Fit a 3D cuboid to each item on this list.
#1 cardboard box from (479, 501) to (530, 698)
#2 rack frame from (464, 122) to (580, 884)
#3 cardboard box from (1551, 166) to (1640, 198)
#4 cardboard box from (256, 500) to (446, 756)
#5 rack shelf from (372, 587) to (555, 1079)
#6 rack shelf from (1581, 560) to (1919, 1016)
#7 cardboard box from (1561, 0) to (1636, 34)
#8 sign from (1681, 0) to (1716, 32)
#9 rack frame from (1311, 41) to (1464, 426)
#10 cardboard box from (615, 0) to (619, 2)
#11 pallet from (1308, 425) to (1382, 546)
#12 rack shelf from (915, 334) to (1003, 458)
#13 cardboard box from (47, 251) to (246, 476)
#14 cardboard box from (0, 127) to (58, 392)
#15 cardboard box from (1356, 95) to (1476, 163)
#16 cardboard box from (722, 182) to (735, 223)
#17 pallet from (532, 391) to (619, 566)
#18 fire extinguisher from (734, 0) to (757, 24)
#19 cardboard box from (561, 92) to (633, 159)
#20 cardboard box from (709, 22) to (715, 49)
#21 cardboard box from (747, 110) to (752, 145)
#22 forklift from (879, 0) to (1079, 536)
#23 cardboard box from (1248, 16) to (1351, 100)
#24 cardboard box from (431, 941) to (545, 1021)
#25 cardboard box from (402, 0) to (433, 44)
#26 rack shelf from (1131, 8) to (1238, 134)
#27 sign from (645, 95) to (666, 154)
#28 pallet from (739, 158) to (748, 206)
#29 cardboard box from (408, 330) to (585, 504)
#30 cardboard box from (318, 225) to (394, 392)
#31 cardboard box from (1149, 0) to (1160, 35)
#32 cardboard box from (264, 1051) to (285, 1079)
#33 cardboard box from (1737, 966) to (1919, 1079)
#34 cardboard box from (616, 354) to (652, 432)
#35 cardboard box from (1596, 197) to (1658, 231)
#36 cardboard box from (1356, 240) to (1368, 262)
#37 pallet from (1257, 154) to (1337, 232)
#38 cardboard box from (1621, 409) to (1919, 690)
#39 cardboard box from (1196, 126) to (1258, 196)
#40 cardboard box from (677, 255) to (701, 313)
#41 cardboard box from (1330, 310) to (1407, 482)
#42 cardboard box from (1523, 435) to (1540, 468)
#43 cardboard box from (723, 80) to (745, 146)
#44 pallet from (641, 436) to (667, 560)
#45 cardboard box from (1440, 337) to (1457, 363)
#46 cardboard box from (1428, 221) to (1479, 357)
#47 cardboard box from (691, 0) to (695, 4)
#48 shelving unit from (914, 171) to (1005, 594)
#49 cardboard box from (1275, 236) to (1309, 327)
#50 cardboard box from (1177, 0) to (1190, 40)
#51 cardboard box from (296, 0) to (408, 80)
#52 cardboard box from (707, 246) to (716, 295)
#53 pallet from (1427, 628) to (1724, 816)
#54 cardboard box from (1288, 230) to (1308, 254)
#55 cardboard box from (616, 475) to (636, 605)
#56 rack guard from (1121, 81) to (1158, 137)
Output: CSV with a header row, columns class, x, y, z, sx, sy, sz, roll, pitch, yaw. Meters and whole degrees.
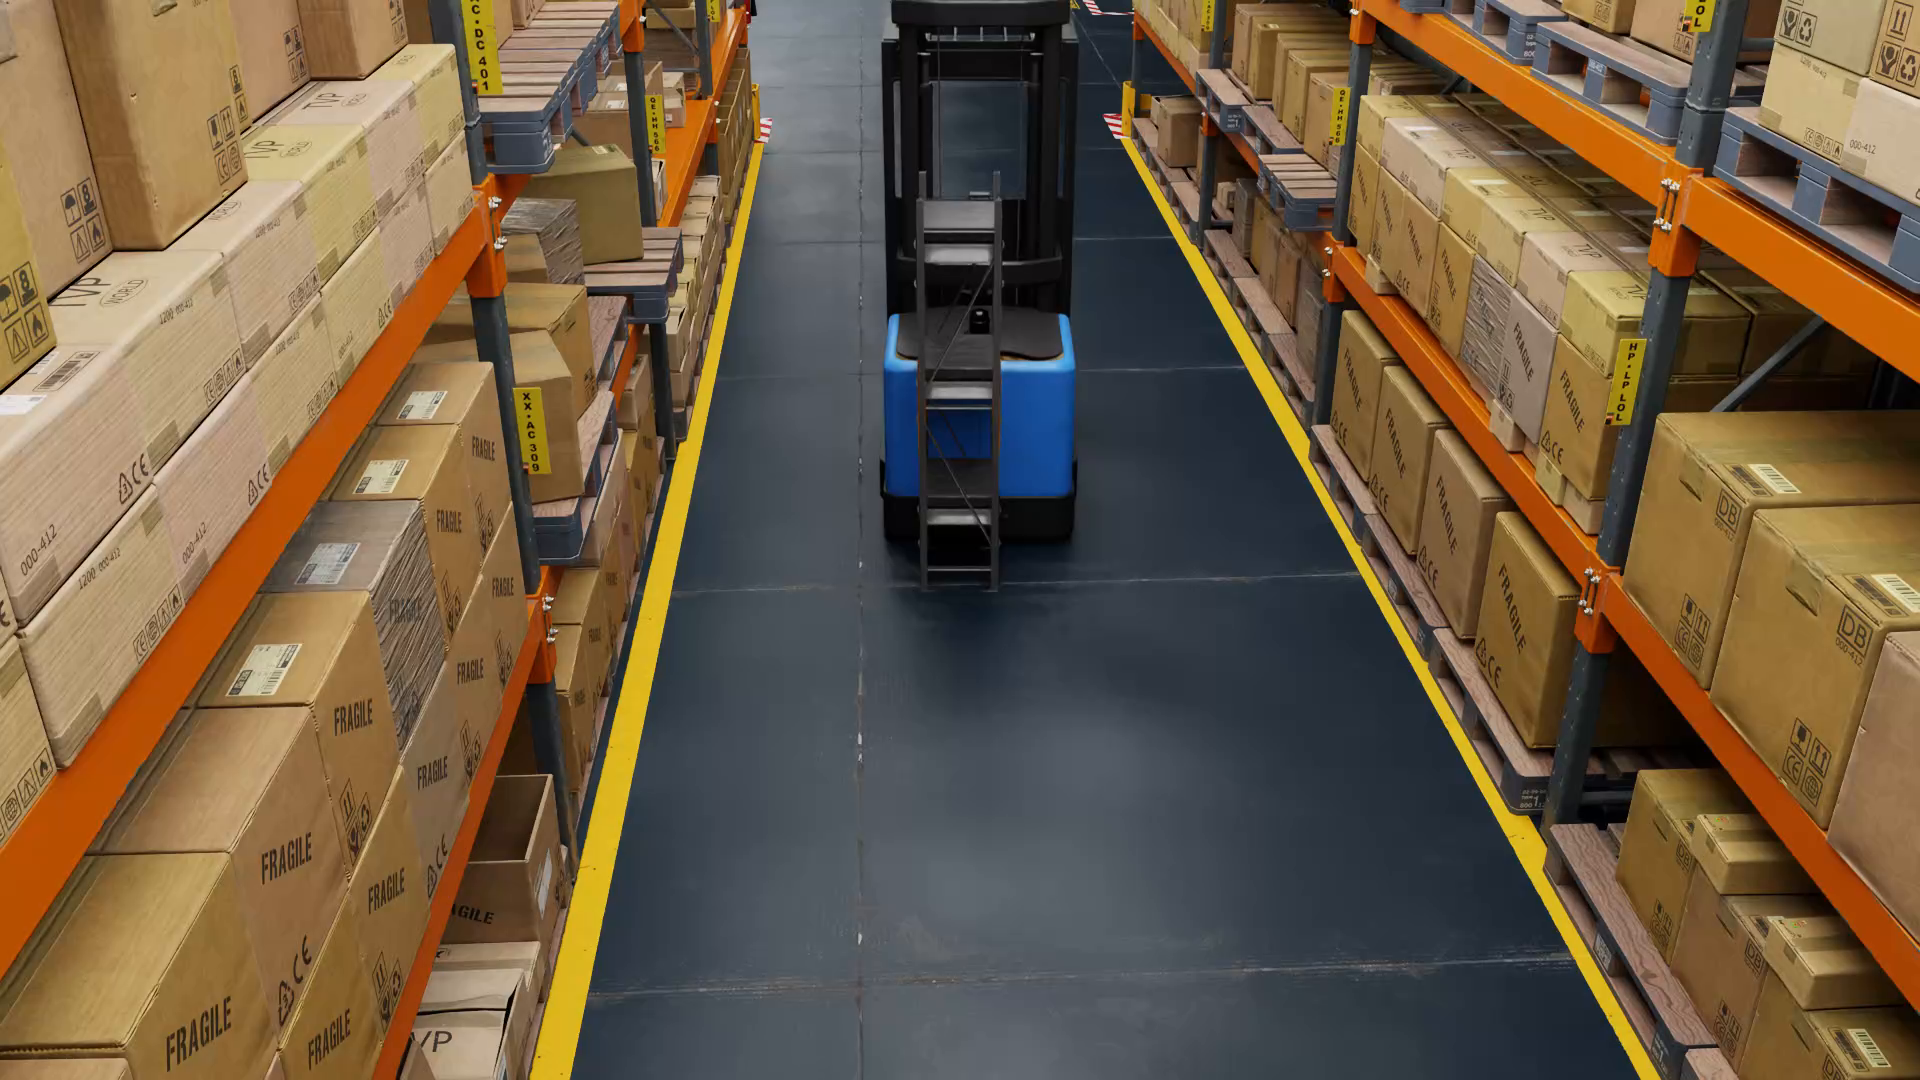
class,x,y,z,sx,sy,sz,roll,pitch,yaw
cardboard box,-1.753,0.203,5.510,0.500,0.500,0.500,-1,28,-2
rack frame,-2.036,0.022,5.964,1.000,3.000,0.127,-1,28,-3
cardboard box,3.059,-1.549,7.714,0.500,0.250,0.500,-2,28,-4
cardboard box,-1.695,0.231,4.374,0.500,0.500,0.500,-1,28,-2
rack shelf,-1.931,1.265,4.359,1.077,0.370,4.000,-1,28,-3
rack shelf,3.015,1.144,4.592,1.077,0.370,4.000,-1,28,-3
cardboard box,2.881,-2.333,6.652,0.700,0.500,0.500,-2,28,-4
sign,2.370,-1.780,5.276,0.100,0.325,0.005,-1,28,-3
rack frame,2.702,-1.946,9.738,1.000,3.000,0.127,-1,28,-3
cardboard box,-2.188,-2.999,8.404,0.910,0.500,0.500,-1,28,-3
pallet,2.668,-0.344,9.681,1.003,0.211,1.213,-1,28,-3
rack shelf,-0.003,-0.755,8.456,0.431,0.518,0.480,0,28,0
cardboard box,-1.645,-0.321,3.000,0.500,0.250,0.500,-1,28,-3
cardboard box,-1.812,-0.418,2.375,0.700,0.500,0.500,-1,28,-3
cardboard box,2.470,-2.235,9.029,0.500,0.250,0.500,-1,28,-1
cardboard box,-2.175,-2.861,14.010,0.500,0.250,0.500,-1,28,-3
pallet,-1.968,-0.264,6.721,1.003,0.211,1.213,-1,28,-3
fire extinguisher,-2.205,-5.551,16.733,0.296,0.674,0.183,-1,28,-3
cardboard box,-2.349,-2.644,10.967,0.500,0.500,0.500,-3,28,-5
cardboard box,-2.567,-4.633,14.781,0.700,0.500,0.500,-1,28,-1
cardboard box,-2.301,-4.015,16.224,0.500,0.250,0.500,-1,28,-3
forklift,0.111,-1.956,9.830,1.130,2.935,3.031,0,28,0
cardboard box,2.508,-3.539,12.207,0.700,0.500,0.500,1,28,3
cardboard box,-1.643,1.519,5.700,0.380,0.149,0.250,-1,28,-3
cardboard box,-1.988,-1.817,5.576,0.600,0.600,0.600,-4,28,-8
rack shelf,2.389,-4.398,15.217,1.077,0.370,4.000,-1,28,-3
sign,-1.703,-2.321,9.289,0.100,0.325,0.005,-1,28,-3
pallet,-2.520,-3.369,15.481,1.003,0.211,1.213,-1,28,-3
cardboard box,-1.837,-0.432,6.273,0.700,0.500,0.500,-11,29,-20
cardboard box,-1.695,-0.561,4.001,0.500,0.250,0.500,-1,28,-3
cardboard box,2.055,-4.875,15.494,0.500,0.250,0.500,-2,28,-3
cardboard box,-1.619,1.376,3.260,0.500,0.500,0.500,-2,28,-3
cardboard box,2.895,1.640,5.111,0.700,0.500,0.500,-1,28,-1
cardboard box,-1.954,-0.792,8.941,0.500,0.250,0.500,0,28,-1
cardboard box,3.082,-1.308,7.252,0.500,0.250,0.500,-2,28,-4
cardboard box,2.488,-1.686,9.489,0.380,0.149,0.250,-2,28,-3
pallet,2.559,-2.188,10.408,1.213,0.211,1.003,-1,28,-3
cardboard box,2.923,0.019,5.646,0.980,0.700,0.700,-1,28,-2
cardboard box,2.399,-3.359,14.673,0.500,0.500,0.500,-3,28,-7
cardboard box,-2.039,-1.768,11.308,0.500,0.311,0.500,-2,28,-4
cardboard box,2.610,-0.837,9.481,0.750,0.750,0.750,-2,28,-3
cardboard box,2.605,-0.382,6.990,0.380,0.149,0.250,-1,28,-1
cardboard box,-2.245,-3.886,15.166,0.500,0.500,0.500,-1,28,-3
pallet,-2.243,-0.243,9.487,1.003,0.211,1.213,-1,28,-3
cardboard box,2.579,-0.978,8.131,0.380,0.149,0.250,-1,28,-2
cardboard box,2.550,-1.189,7.835,0.500,0.500,0.500,-1,28,-1
cardboard box,-2.287,-4.249,13.343,0.380,0.149,0.250,-1,28,-2
shelving unit,-0.003,-0.767,8.450,0.431,2.100,0.503,0,28,0
cardboard box,2.647,-1.834,11.749,0.700,0.500,0.500,-2,28,-3
cardboard box,2.128,-4.510,13.982,0.500,0.500,0.500,-2,28,-3
cardboard box,-1.972,-1.572,4.587,0.700,0.500,0.500,-1,28,-3
cardboard box,-2.091,-1.985,12.331,0.500,0.250,0.500,-1,28,-2
pallet,2.795,0.783,7.521,1.003,0.211,1.213,-1,28,-3
cardboard box,2.613,-2.199,11.639,0.500,0.250,0.500,-2,28,-3
cardboard box,-1.901,-0.004,8.242,0.500,0.500,0.500,-2,28,-5
rack guard,2.288,-4.497,17.332,1.175,0.500,0.348,-1,28,-3
